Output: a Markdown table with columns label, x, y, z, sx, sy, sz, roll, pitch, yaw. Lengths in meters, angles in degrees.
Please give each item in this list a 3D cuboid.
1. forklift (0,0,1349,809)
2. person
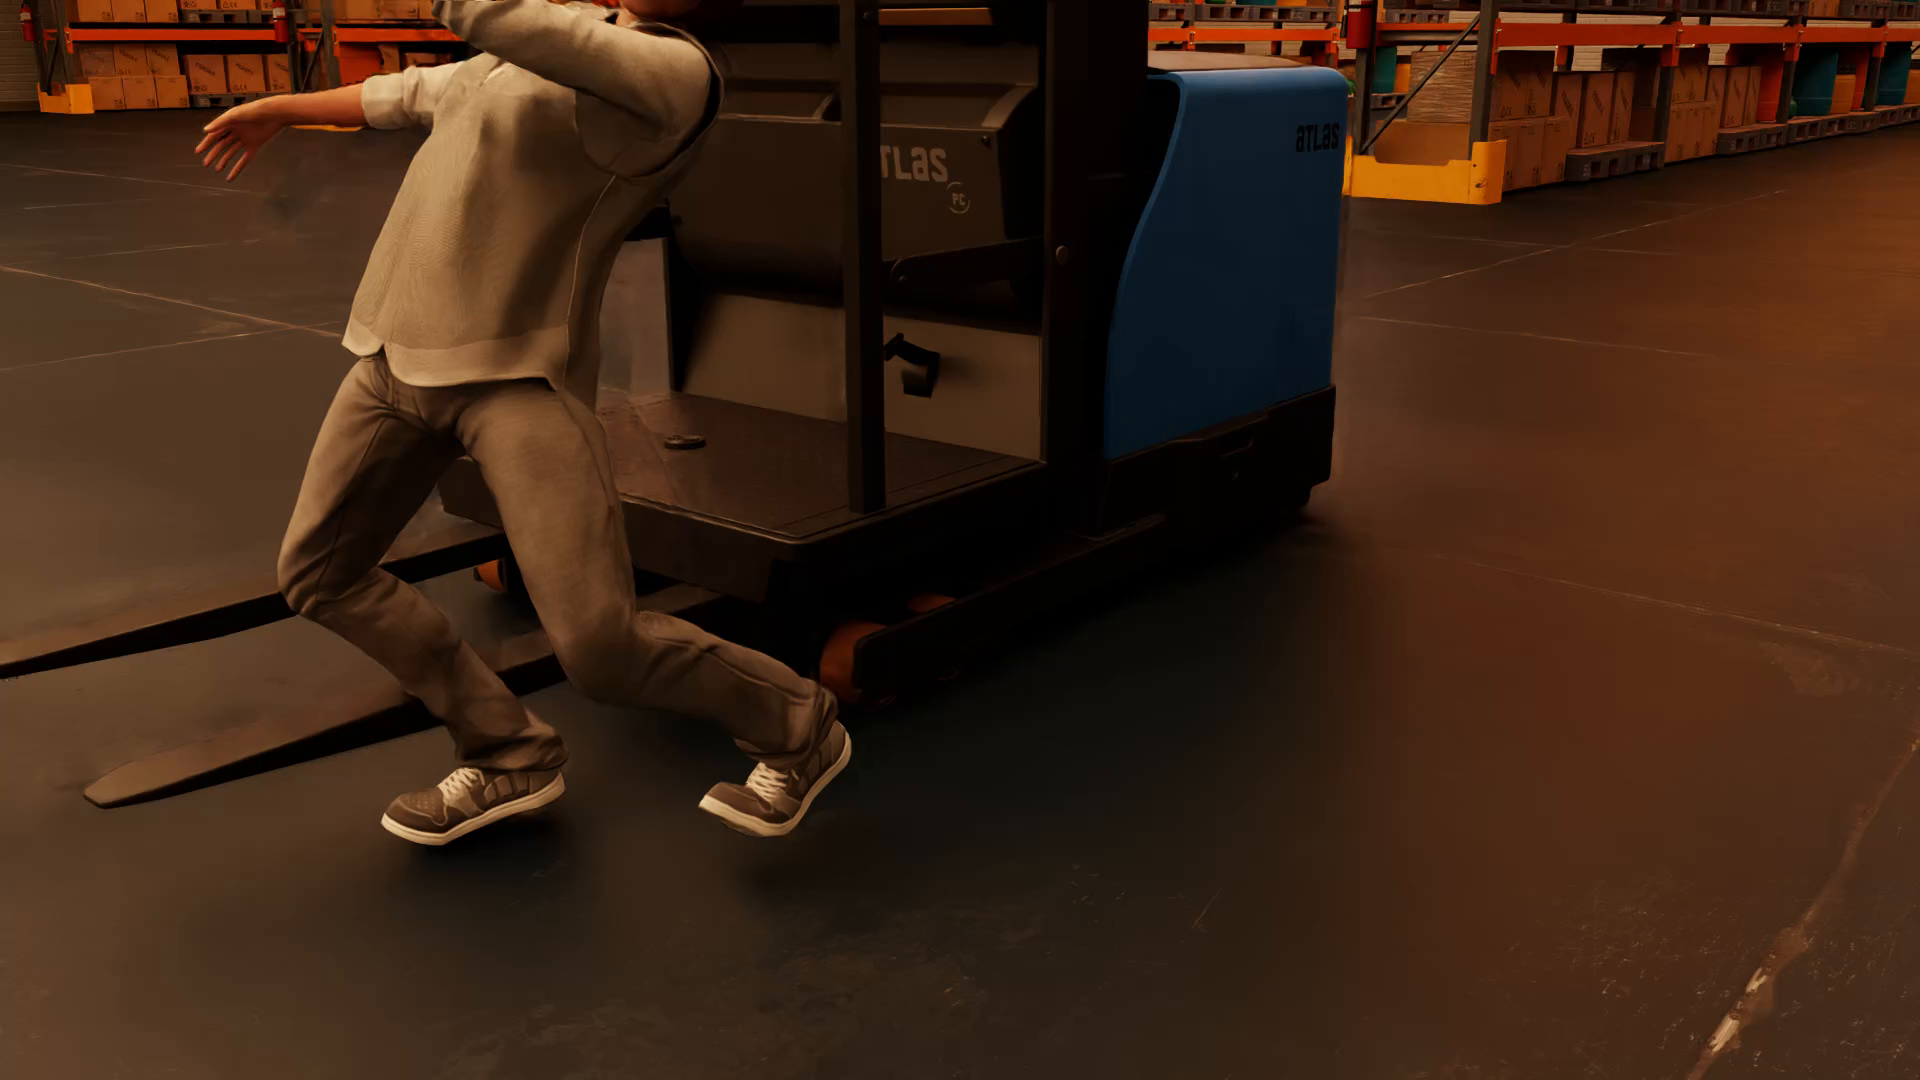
| label | x | y | z | sx | sy | sz | roll | pitch | yaw |
| --- | --- | --- | --- | --- | --- | --- | --- | --- | --- |
| forklift | -0.378 | -1.259 | 3.044 | 1.130 | 2.935 | 3.031 | 13 | 21 | 37 |
| person | -0.683 | -0.231 | 2.296 | 0.921 | 1.386 | 0.660 | 13 | 21 | 38 |
